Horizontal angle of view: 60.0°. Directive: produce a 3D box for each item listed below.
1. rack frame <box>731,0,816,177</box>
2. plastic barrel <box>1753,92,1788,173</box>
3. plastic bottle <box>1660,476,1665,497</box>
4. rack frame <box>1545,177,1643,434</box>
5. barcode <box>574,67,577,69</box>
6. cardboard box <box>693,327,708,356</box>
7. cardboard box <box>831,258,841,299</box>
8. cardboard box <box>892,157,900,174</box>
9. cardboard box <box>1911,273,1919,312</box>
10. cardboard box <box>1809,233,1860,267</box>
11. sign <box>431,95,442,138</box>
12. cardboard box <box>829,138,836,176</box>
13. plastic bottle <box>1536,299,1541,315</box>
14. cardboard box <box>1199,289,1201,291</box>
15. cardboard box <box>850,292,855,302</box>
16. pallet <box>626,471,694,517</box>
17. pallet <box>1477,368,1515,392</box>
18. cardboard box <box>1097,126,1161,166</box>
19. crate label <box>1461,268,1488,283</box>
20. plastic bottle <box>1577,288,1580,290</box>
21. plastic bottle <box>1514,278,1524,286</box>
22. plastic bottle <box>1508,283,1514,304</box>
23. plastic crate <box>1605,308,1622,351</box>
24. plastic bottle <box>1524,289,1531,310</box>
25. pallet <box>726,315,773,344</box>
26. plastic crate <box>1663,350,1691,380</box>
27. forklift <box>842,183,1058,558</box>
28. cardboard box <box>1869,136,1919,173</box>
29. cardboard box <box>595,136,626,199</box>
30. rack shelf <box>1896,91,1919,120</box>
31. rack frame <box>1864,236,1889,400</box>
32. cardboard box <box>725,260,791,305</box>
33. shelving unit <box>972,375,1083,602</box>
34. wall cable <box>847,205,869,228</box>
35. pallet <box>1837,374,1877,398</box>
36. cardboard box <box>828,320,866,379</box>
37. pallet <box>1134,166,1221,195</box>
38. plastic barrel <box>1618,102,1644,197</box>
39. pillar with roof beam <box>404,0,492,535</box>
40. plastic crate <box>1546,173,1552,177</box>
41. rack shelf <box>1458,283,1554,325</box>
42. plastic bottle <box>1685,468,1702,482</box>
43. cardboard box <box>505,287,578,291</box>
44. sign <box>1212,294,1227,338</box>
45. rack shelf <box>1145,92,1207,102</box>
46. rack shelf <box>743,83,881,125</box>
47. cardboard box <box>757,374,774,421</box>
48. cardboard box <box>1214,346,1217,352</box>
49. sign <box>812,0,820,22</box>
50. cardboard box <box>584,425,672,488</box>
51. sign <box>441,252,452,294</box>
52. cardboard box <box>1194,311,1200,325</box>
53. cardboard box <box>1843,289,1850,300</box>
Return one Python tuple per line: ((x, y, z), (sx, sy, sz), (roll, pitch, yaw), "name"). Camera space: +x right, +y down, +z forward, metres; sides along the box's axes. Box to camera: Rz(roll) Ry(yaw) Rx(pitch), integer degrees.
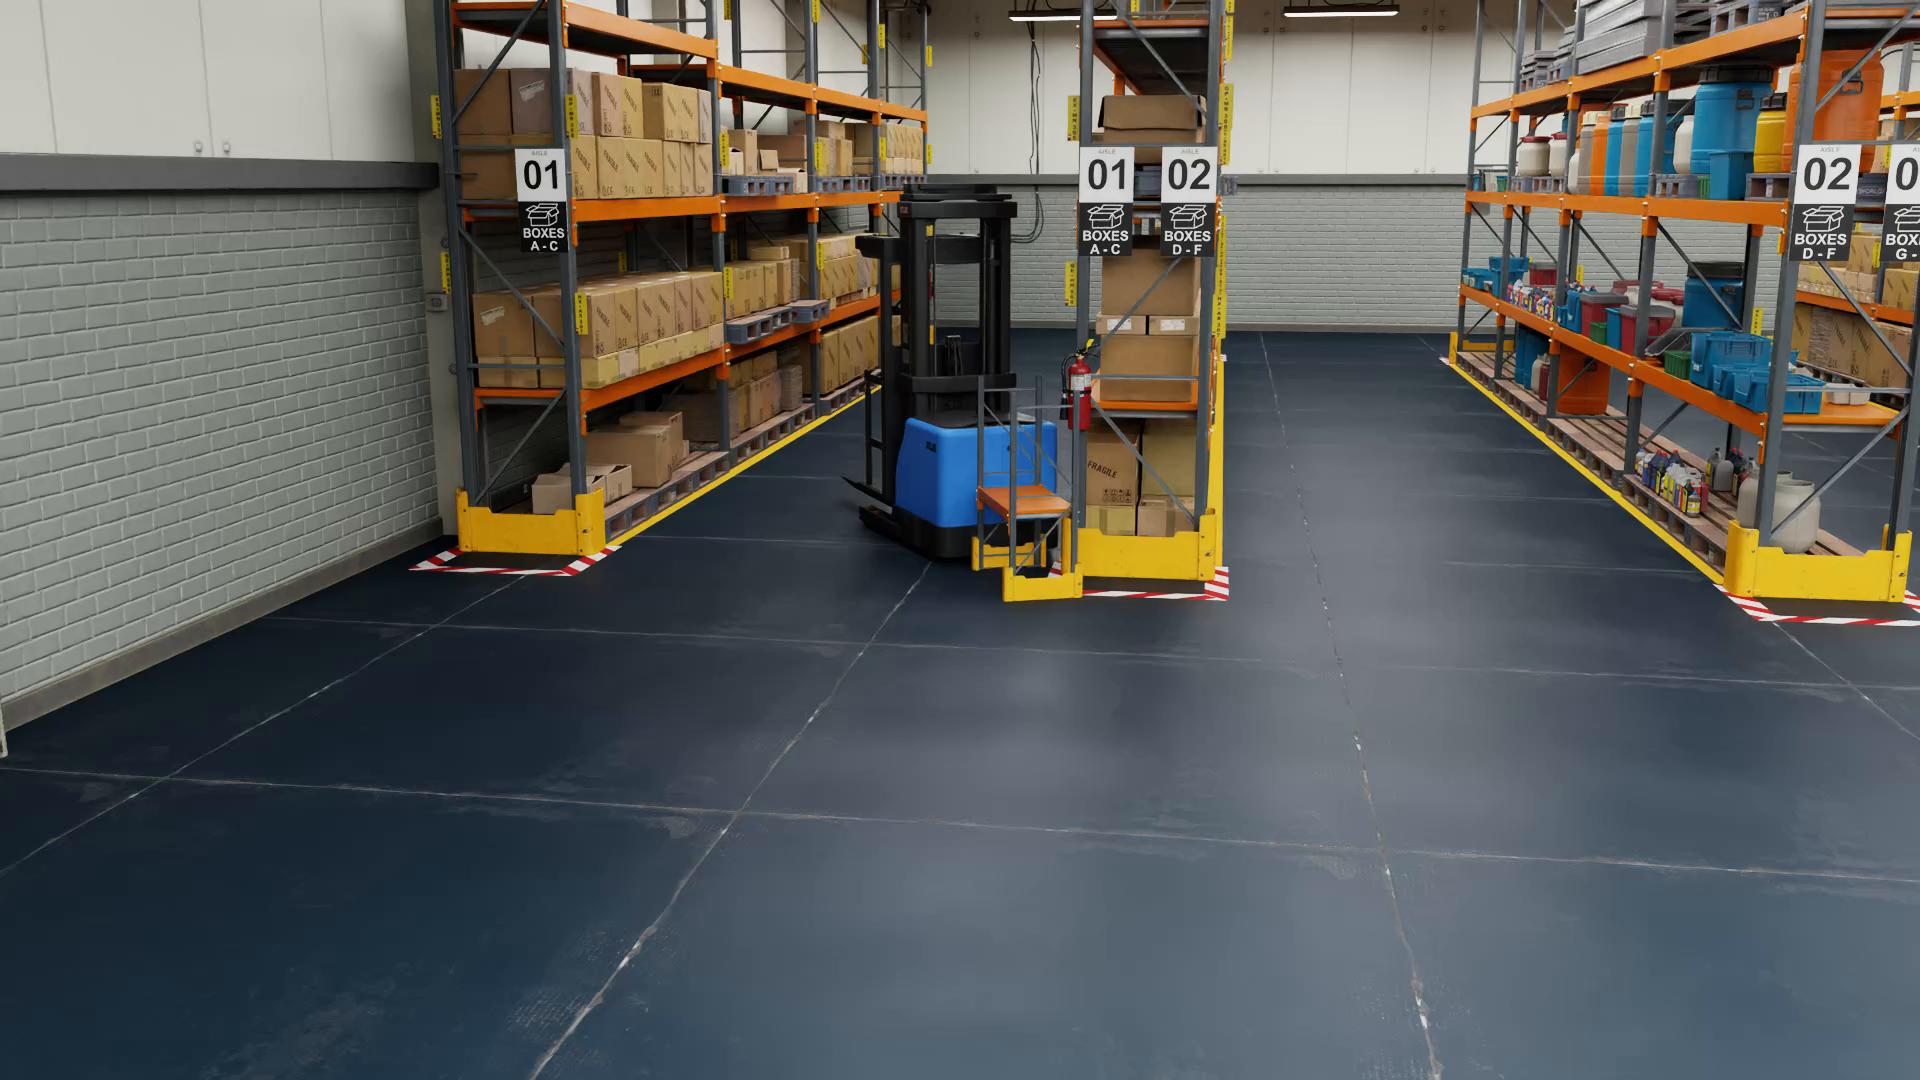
((-2.290, -5.975, 20.357), (1.000, 3.000, 0.127), (2, 12, 9), "rack frame")
((6.318, -3.061, 12.512), (0.600, 0.588, 0.600), (0, 12, 0), "plastic barrel")
((6.254, -0.483, 14.715), (0.097, 0.201, 0.097), (0, 12, 0), "plastic bottle")
((7.499, -2.721, 19.500), (1.000, 3.000, 0.127), (2, 12, 9), "rack frame")
((-3.544, -4.329, 15.331), (0.001, 0.075, 0.075), (2, 12, 9), "barcode")
((-2.763, -1.934, 16.156), (0.500, 0.250, 0.500), (2, 12, 9), "cardboard box")
((-1.873, -3.448, 21.880), (0.500, 0.500, 0.500), (2, 12, 11), "cardboard box")
((-1.216, -5.763, 25.616), (0.500, 0.250, 0.500), (2, 12, 7), "cardboard box")
((12.537, -3.146, 21.232), (0.500, 0.500, 0.500), (2, 12, 7), "cardboard box")
((13.132, -4.361, 24.981), (0.500, 0.500, 0.500), (2, 12, 7), "cardboard box")
((-4.066, -3.298, 12.955), (0.100, 0.325, 0.005), (2, 12, 9), "sign")
((-2.081, -5.205, 22.625), (0.700, 0.500, 0.500), (2, 12, 9), "cardboard box")
((7.316, -2.935, 20.965), (0.097, 0.201, 0.097), (0, 12, 0), "plastic bottle")
((2.120, -2.301, 15.772), (0.380, 0.149, 0.250), (2, 12, 7), "cardboard box")
((-1.686, -3.419, 23.288), (0.380, 0.149, 0.250), (2, 12, 7), "cardboard box")
((-3.159, -0.451, 15.583), (1.003, 0.211, 1.213), (2, 12, 9), "pallet")
((8.189, -2.345, 24.373), (1.003, 0.211, 1.213), (2, 12, 9), "pallet")
((1.612, -3.501, 14.427), (0.797, 0.503, 0.637), (3, 13, 15), "cardboard box")
((8.366, -4.293, 27.049), (0.416, 0.233, 0.303), (2, 12, 9), "crate label")
((8.239, -3.220, 22.107), (0.152, 0.276, 0.135), (2, 12, 9), "plastic bottle")
((7.734, -3.458, 23.038), (0.144, 0.351, 0.185), (2, 12, 9), "plastic bottle")
((7.616, -3.406, 22.957), (0.061, 0.283, 0.133), (2, 12, 9), "plastic bottle")
((6.746, -2.120, 16.750), (0.392, 0.384, 0.575), (2, 12, 9), "plastic crate")
((7.444, -3.143, 21.761), (0.097, 0.271, 0.097), (0, 12, 0), "plastic bottle")
((-2.644, -2.270, 17.862), (1.003, 0.211, 1.213), (2, 12, 9), "pallet")
((6.396, -1.511, 14.389), (0.450, 0.188, 0.662), (2, 12, 9), "plastic crate")
((-0.236, -1.555, 14.250), (1.130, 2.935, 3.031), (-5, 13, -22), "forklift")
((13.069, -5.328, 23.002), (0.700, 0.500, 0.500), (1, 12, 5), "cardboard box")
((-3.104, -3.074, 13.732), (0.500, 0.500, 0.500), (3, 12, 12), "cardboard box")
((12.701, -5.362, 20.173), (1.077, 0.370, 4.000), (2, 12, 9), "rack shelf")
((13.008, -3.393, 22.619), (1.000, 3.000, 0.127), (2, 12, 9), "rack frame")
((-2.412, -3.091, 19.933), (0.700, 0.500, 0.500), (1, 12, 3), "cardboard box")
((0.488, -0.414, 12.356), (0.587, 1.500, 1.083), (-3, 12, -12), "shelving unit")
((-1.798, -5.501, 29.989), (0.084, 1.984, 1.851), (2, 12, 9), "wall cable")
((13.202, -2.186, 23.635), (1.003, 0.211, 1.213), (2, 12, 9), "pallet")
((-1.780, -2.705, 23.529), (0.750, 0.750, 0.750), (2, 12, 10), "cardboard box")
((1.509, -2.787, 12.893), (1.003, 0.211, 1.213), (2, 12, 9), "pallet")
((6.848, -3.849, 16.423), (0.600, 0.901, 0.600), (0, 12, 0), "plastic barrel")
((-0.014, -4.344, 12.789), (9.100, 9.000, 0.400), (2, 12, 9), "pillar with roof beam")
((8.576, -5.206, 24.220), (0.497, 0.269, 0.590), (2, 12, 9), "plastic crate")
((8.422, -3.618, 25.371), (1.077, 0.370, 4.000), (2, 12, 9), "rack shelf")
((6.405, -0.490, 14.568), (0.152, 0.276, 0.135), (2, 12, 9), "plastic bottle")
((-3.571, -1.889, 14.168), (0.500, 0.500, 0.500), (2, 12, 9), "cardboard box")
((1.922, -1.660, 12.332), (0.100, 0.325, 0.005), (2, 12, 9), "sign")
((2.913, -5.684, 21.666), (1.077, 0.370, 4.000), (2, 12, 9), "rack shelf")
((-1.983, -5.844, 22.407), (1.077, 0.370, 4.000), (2, 12, 9), "rack shelf")
((-2.592, -1.676, 19.539), (0.700, 0.500, 0.500), (2, 12, 8), "cardboard box")
((3.266, -2.389, 22.848), (0.500, 0.500, 0.500), (2, 12, 9), "cardboard box")
((-1.753, -6.455, 20.178), (0.100, 0.325, 0.005), (2, 12, 9), "sign")
((-3.075, -0.781, 15.385), (0.700, 0.500, 0.500), (1, 12, 5), "cardboard box")
((-4.066, -2.119, 13.209), (0.100, 0.325, 0.005), (2, 12, 9), "sign")
((1.686, -1.713, 13.044), (0.380, 0.149, 0.250), (2, 12, 7), "cardboard box")
((12.850, -3.505, 23.734), (0.380, 0.149, 0.250), (2, 12, 10), "cardboard box")
